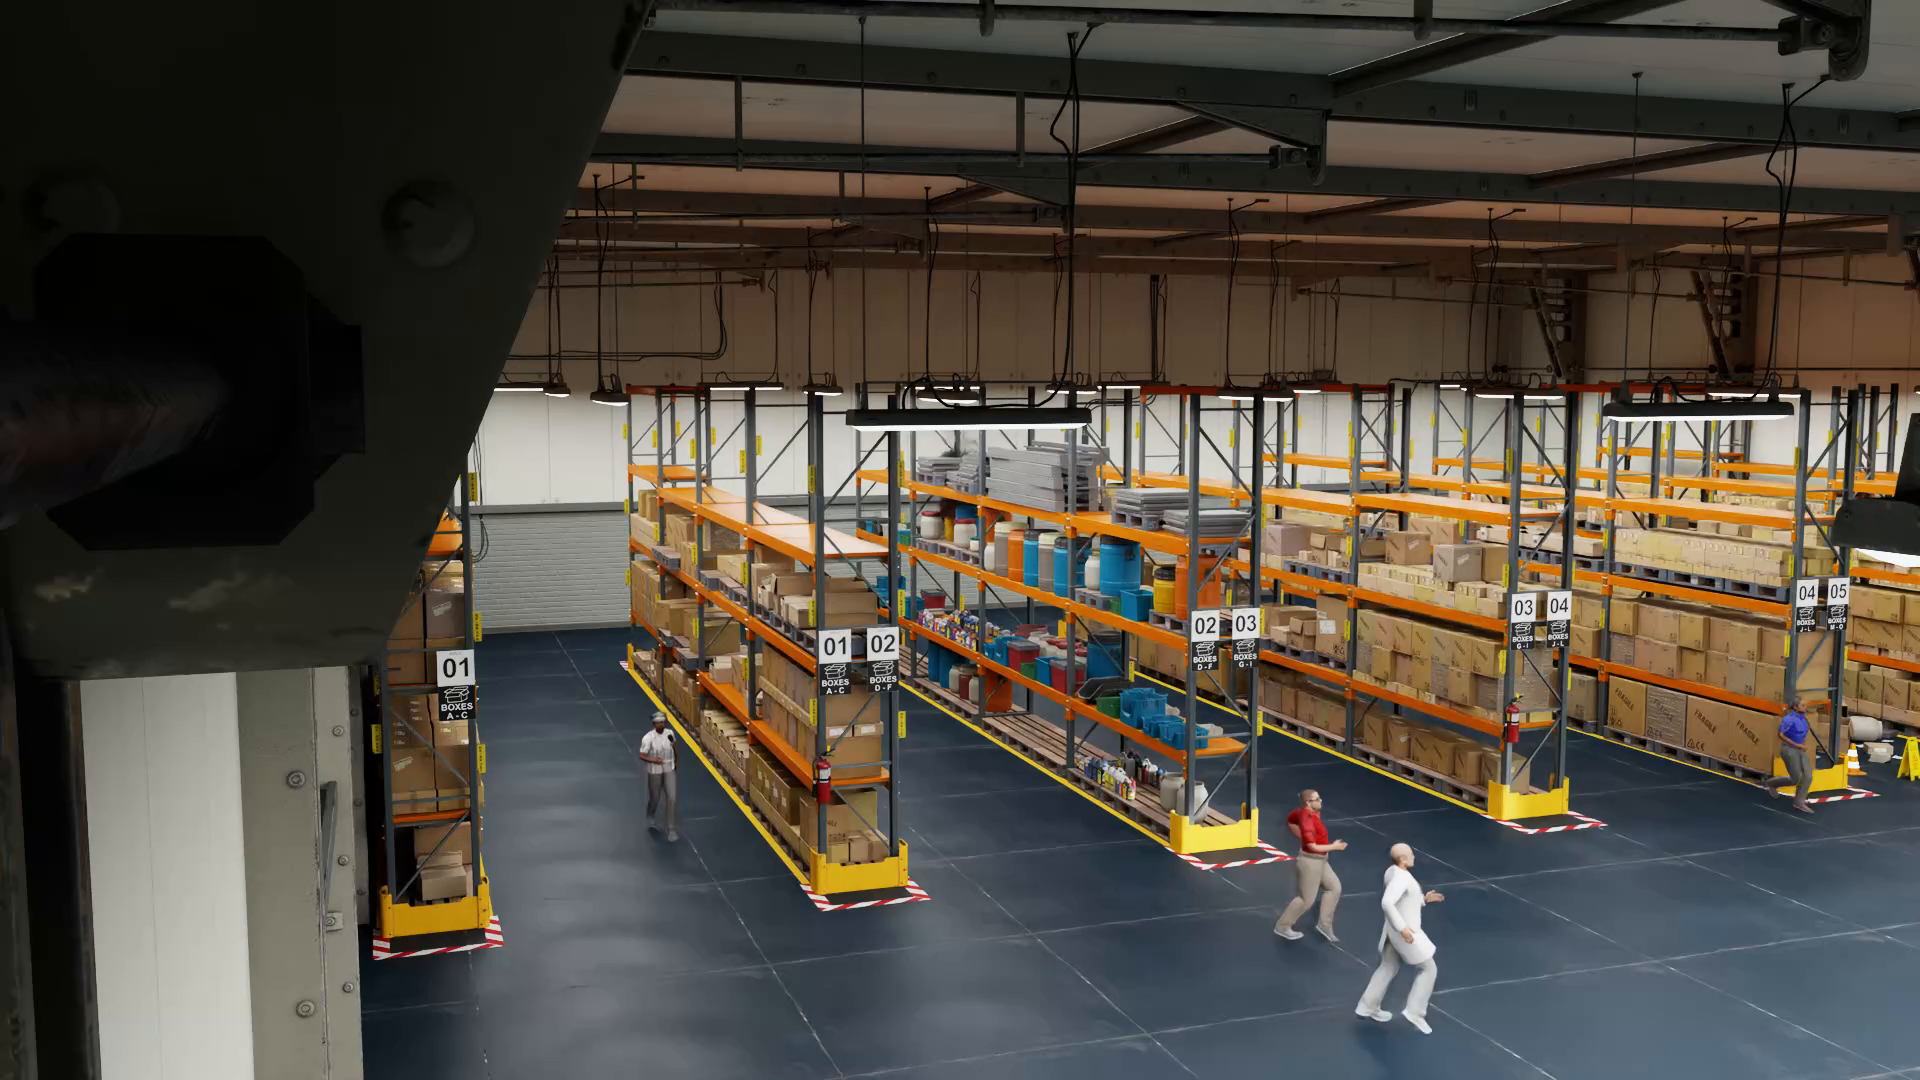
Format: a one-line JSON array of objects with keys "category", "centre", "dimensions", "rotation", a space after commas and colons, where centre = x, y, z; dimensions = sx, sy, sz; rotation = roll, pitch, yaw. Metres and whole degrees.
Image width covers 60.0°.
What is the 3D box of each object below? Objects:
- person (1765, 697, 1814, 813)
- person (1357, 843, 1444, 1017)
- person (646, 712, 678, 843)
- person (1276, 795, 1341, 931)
[{"category": "person", "centre": [11.977, 3.075, 23.943], "dimensions": [0.615, 1.631, 0.690], "rotation": [-4, 7, -33]}, {"category": "person", "centre": [4.236, 3.724, 15.905], "dimensions": [0.805, 1.671, 0.669], "rotation": [-1, 6, -7]}, {"category": "person", "centre": [-4.063, 3.164, 22.545], "dimensions": [0.380, 1.729, 0.895], "rotation": [-3, 7, -25]}, {"category": "person", "centre": [3.857, 3.553, 18.349], "dimensions": [0.703, 1.515, 0.416], "rotation": [1, 6, 13]}]
